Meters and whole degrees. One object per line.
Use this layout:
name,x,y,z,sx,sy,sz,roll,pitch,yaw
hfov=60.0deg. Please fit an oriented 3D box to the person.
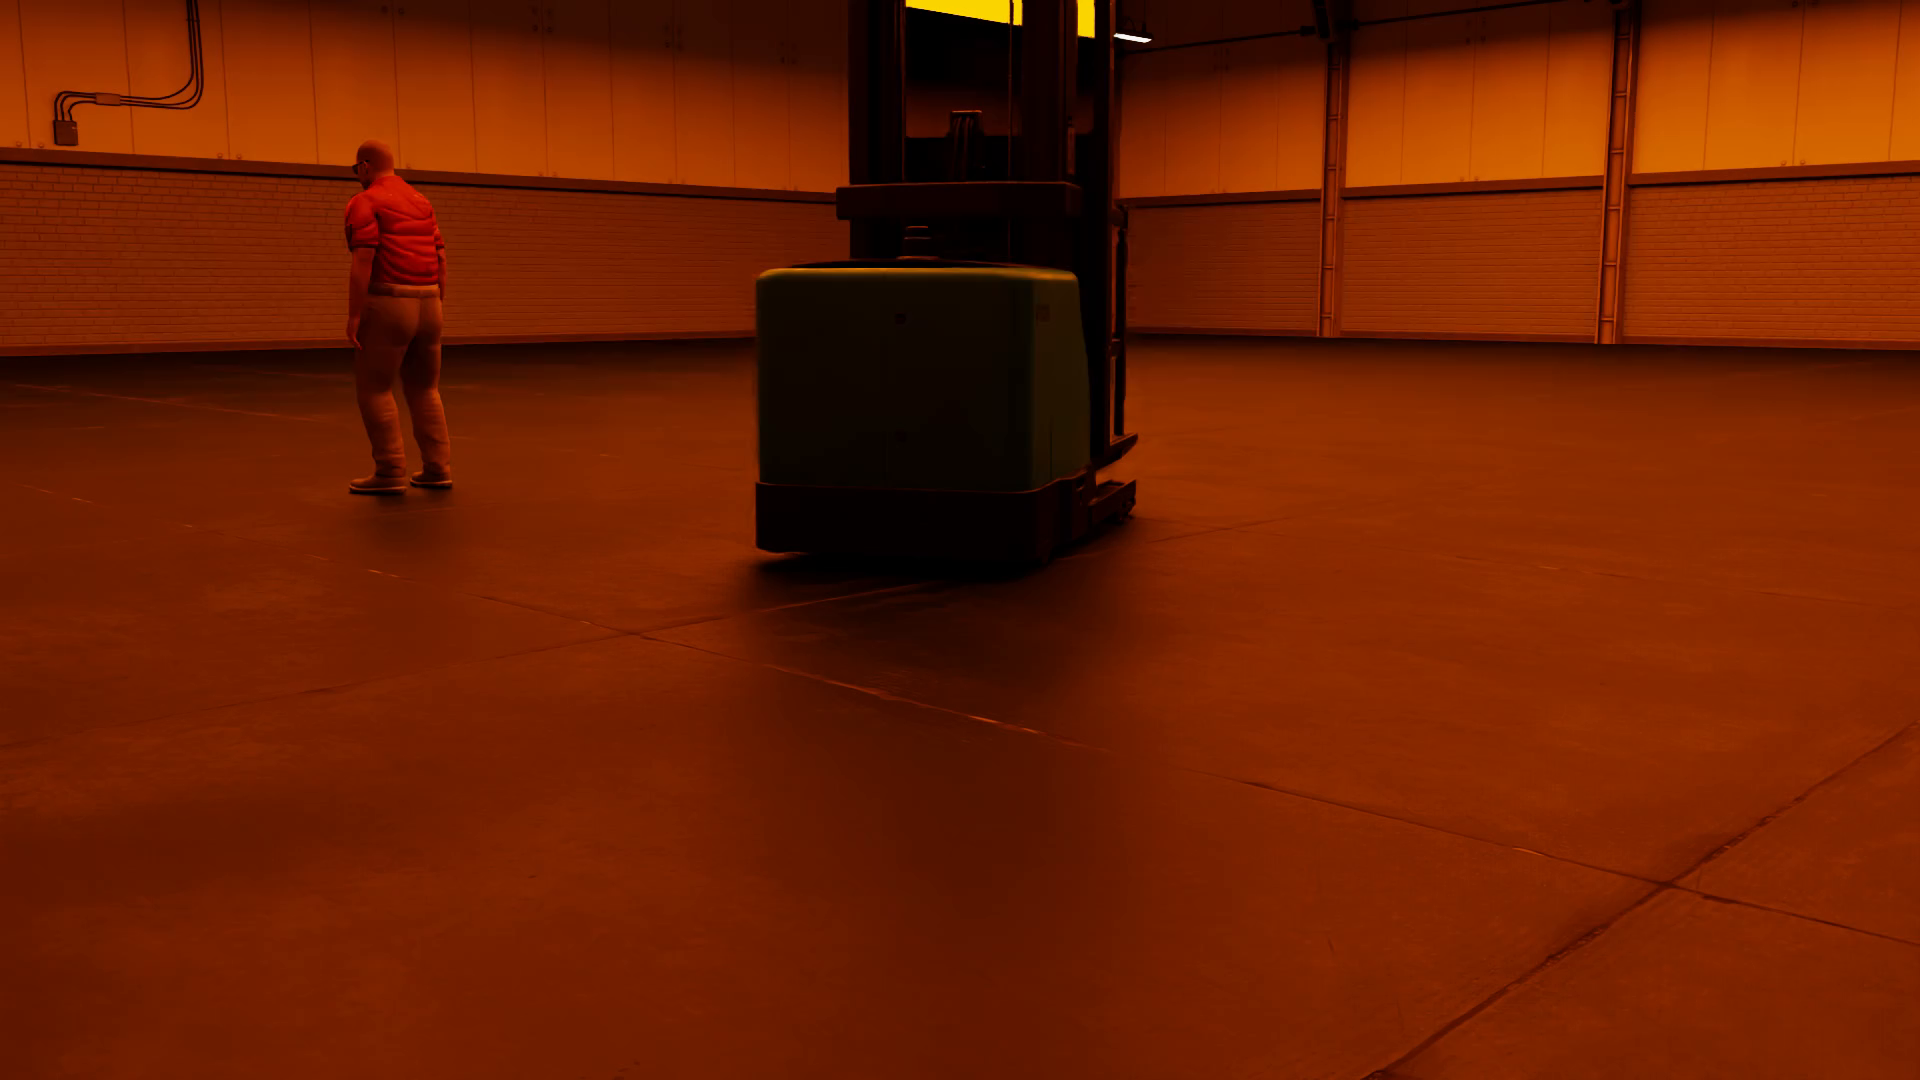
person,-2.802,-1.104,8.250,0.397,1.725,0.587,5,10,30

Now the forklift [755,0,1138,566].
forklift,0.158,-1.538,7.090,1.130,2.935,3.031,2,9,16
